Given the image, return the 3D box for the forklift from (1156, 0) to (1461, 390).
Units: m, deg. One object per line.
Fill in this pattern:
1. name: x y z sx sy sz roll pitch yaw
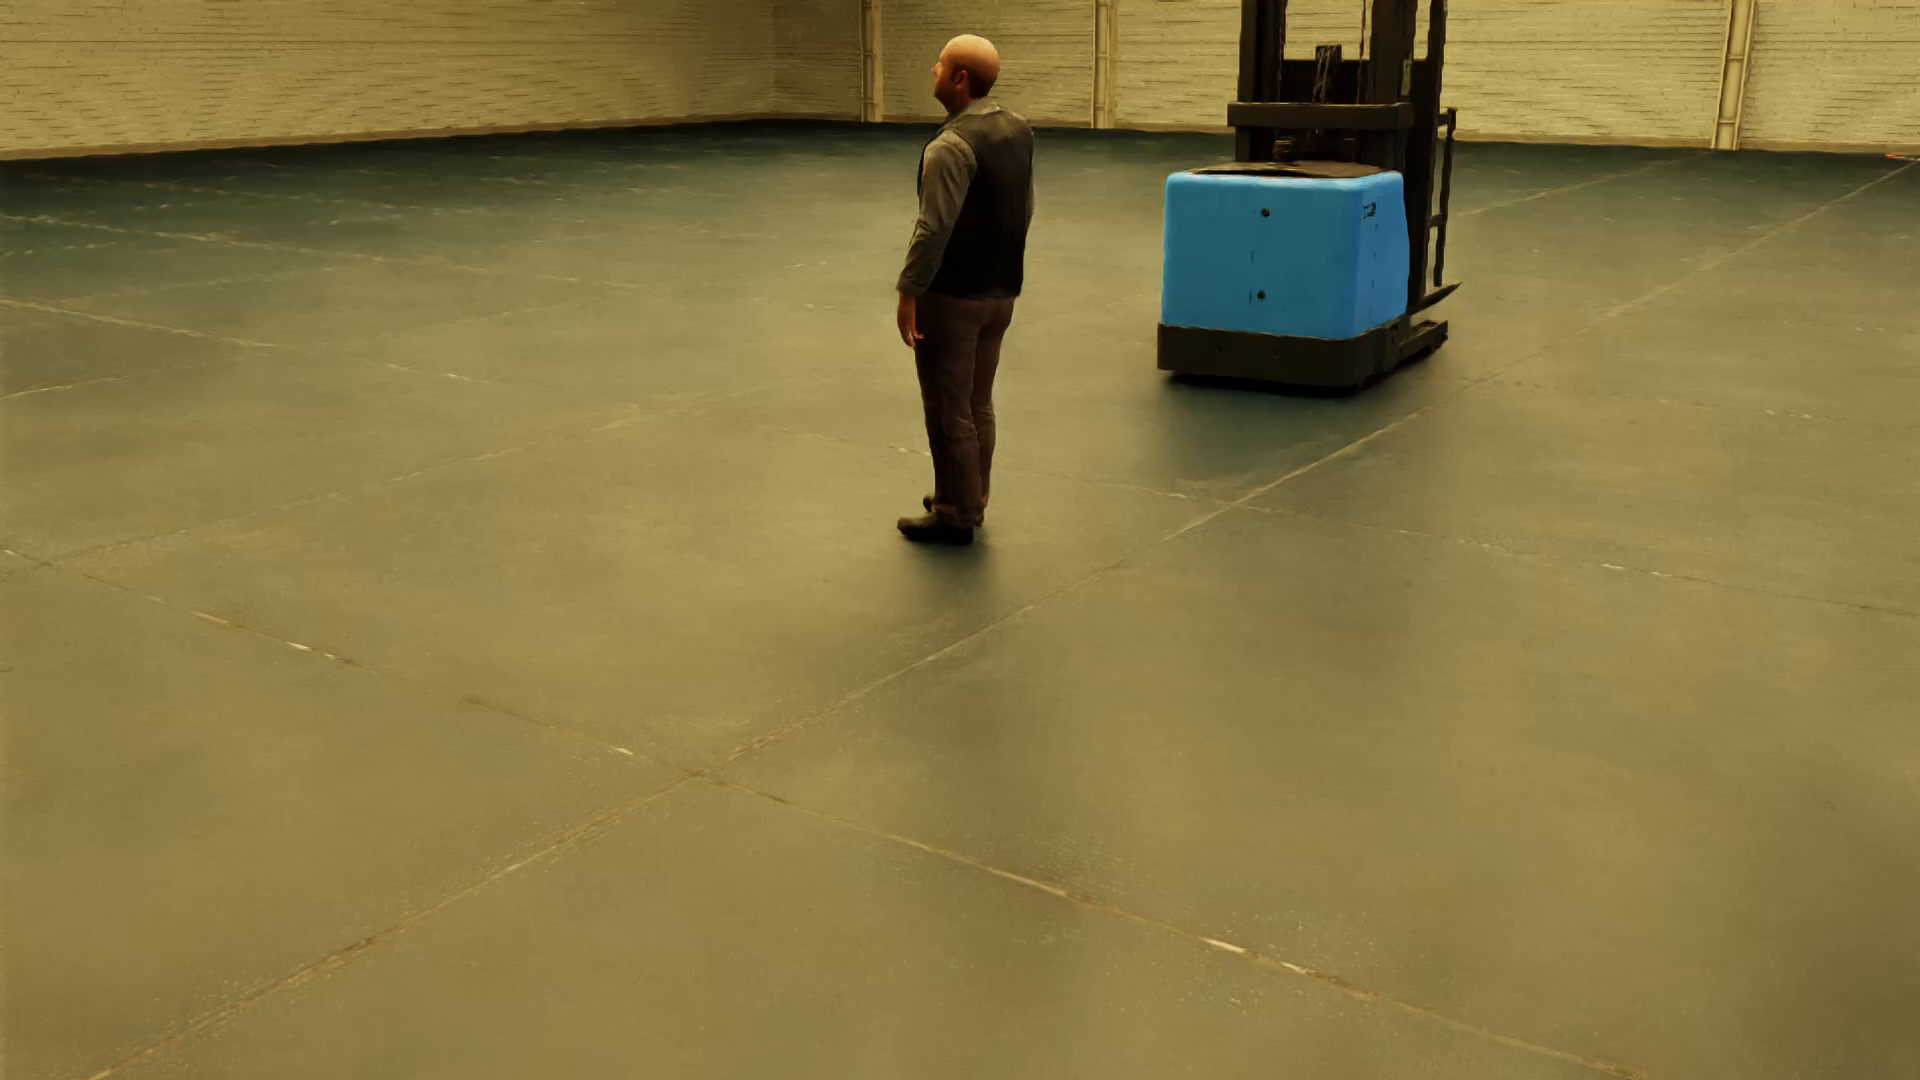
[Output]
1. forklift: 2.196 -2.531 9.298 1.130 2.935 3.031 9 19 28

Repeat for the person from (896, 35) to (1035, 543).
1. person: -0.047 -0.843 5.740 0.567 1.720 0.632 11 20 33
